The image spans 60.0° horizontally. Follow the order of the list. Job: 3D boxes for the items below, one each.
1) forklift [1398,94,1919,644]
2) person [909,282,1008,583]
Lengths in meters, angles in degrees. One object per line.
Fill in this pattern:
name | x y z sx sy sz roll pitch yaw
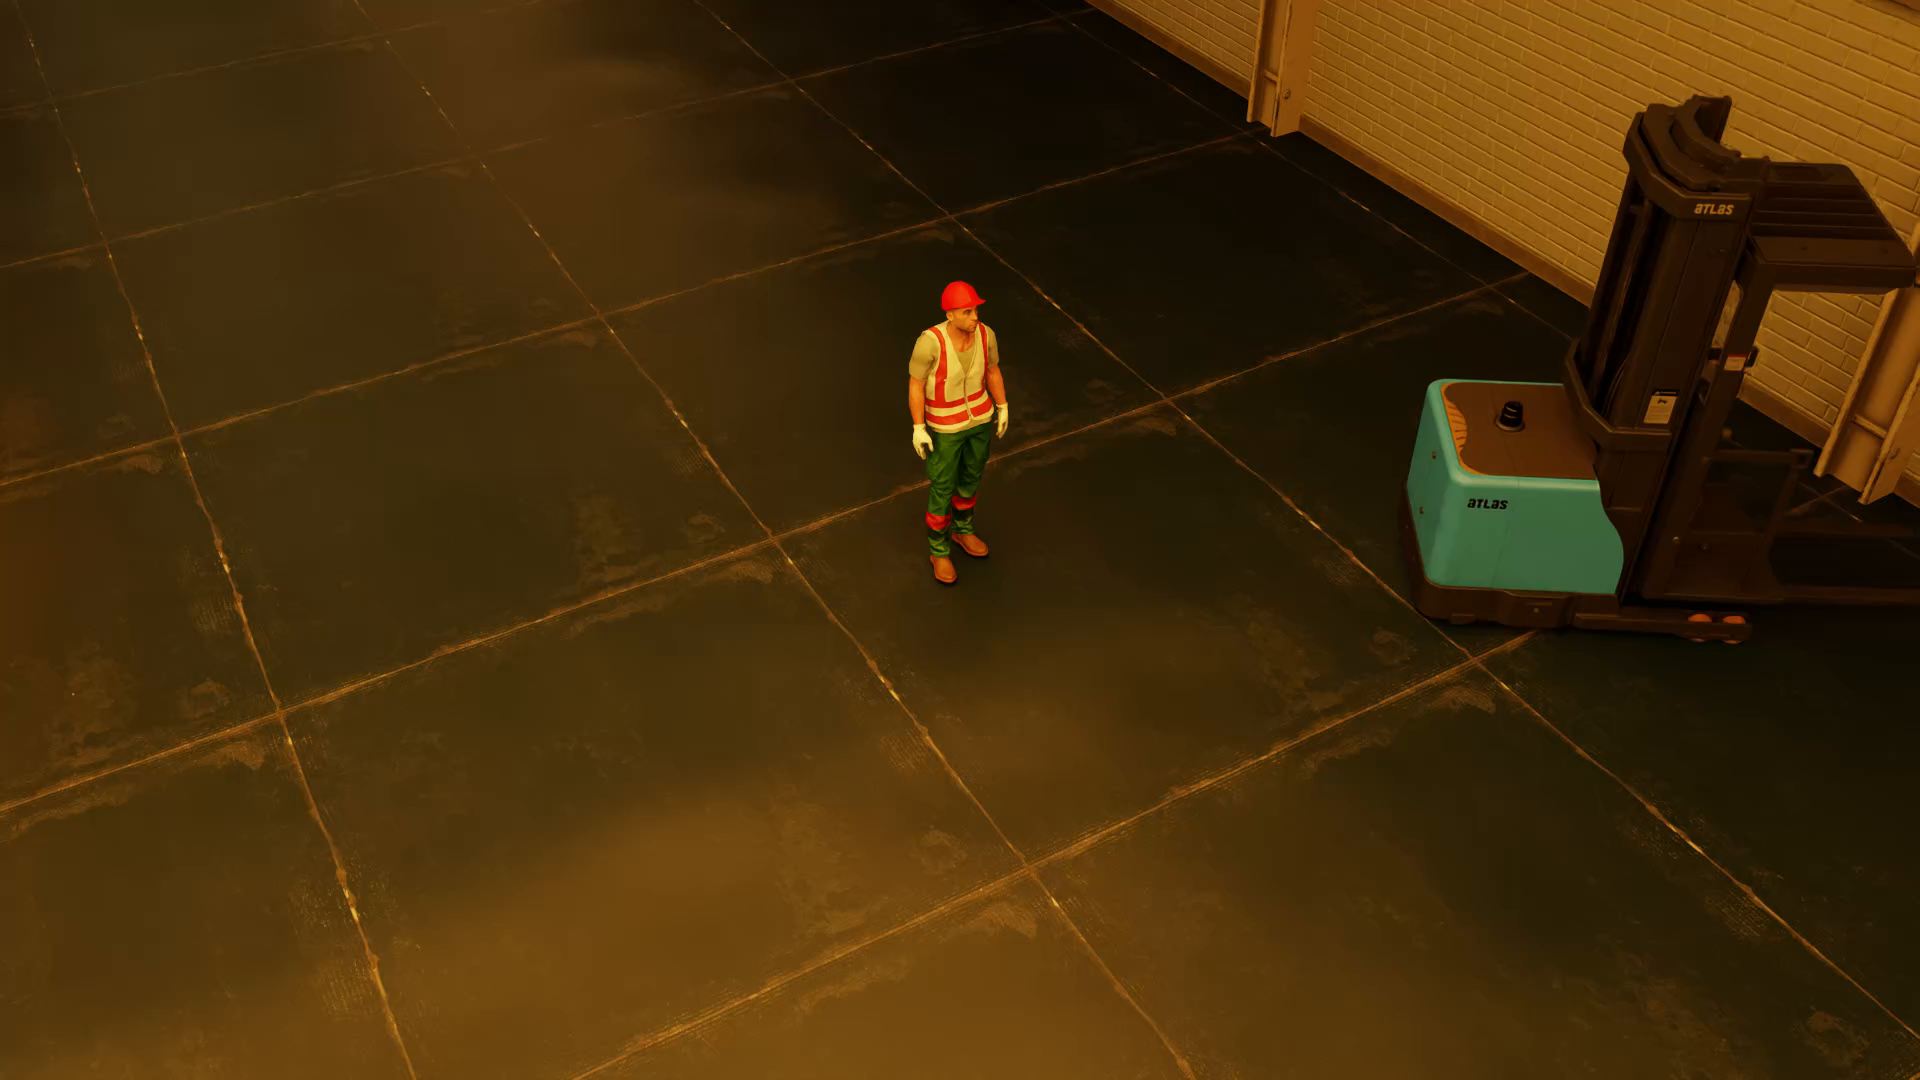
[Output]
forklift | 4.217 -0.884 9.102 3.031 2.935 1.130 3 40 3
person | 0.032 -0.645 9.698 0.638 1.789 0.560 -20 44 -23
